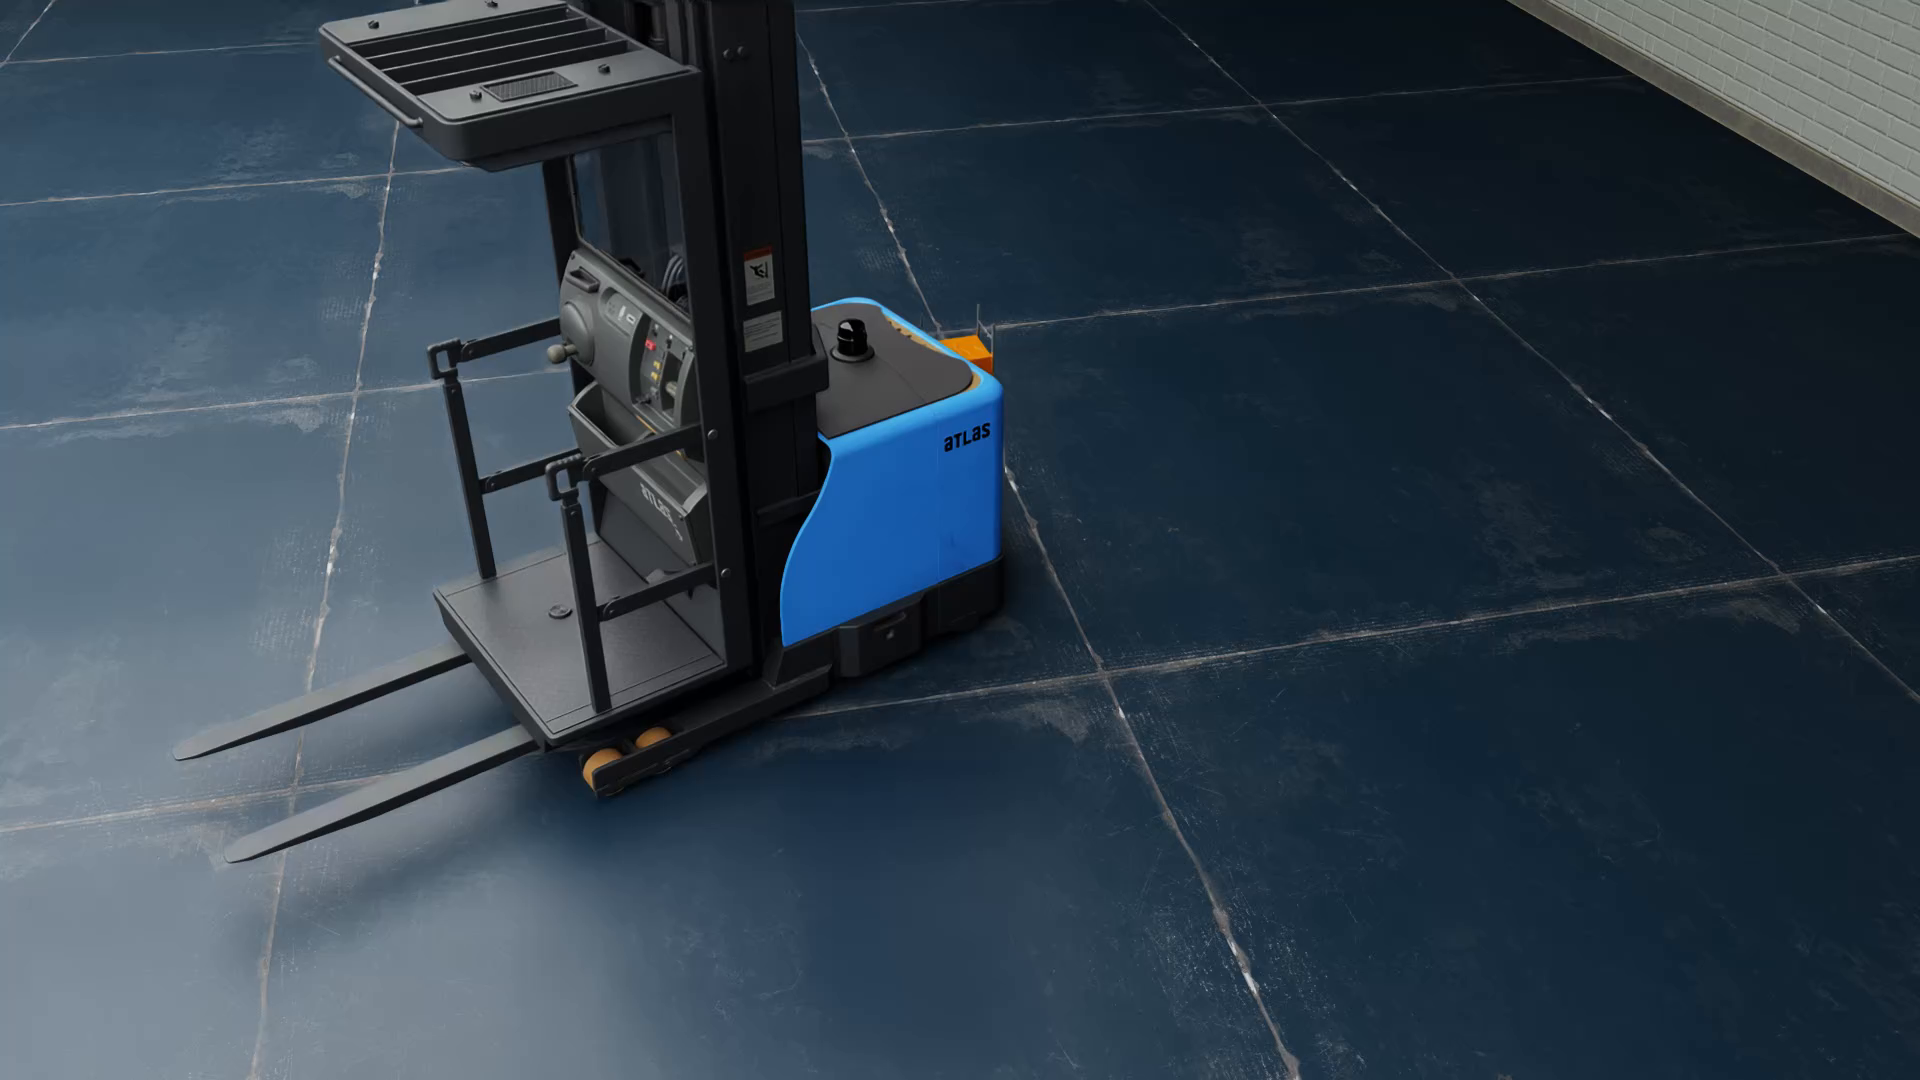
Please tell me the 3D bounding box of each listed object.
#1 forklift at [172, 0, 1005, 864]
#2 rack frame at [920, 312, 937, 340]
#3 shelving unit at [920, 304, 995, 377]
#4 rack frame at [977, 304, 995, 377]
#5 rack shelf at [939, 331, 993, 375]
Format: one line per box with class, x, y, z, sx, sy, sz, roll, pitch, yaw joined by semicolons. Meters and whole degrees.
forklift;-1.311;-0.646;5.582;3.031;2.935;1.130;-22;40;-29
rack frame;-0.127;-0.434;6.955;0.008;1.050;0.200;-10;35;-15
shelving unit;-0.011;-0.456;6.987;0.252;1.050;0.215;-10;35;-15
rack frame;0.105;-0.477;7.019;0.008;1.050;0.200;-10;35;-15
rack shelf;-0.011;-0.683;6.835;0.240;0.259;0.215;-10;35;-15
